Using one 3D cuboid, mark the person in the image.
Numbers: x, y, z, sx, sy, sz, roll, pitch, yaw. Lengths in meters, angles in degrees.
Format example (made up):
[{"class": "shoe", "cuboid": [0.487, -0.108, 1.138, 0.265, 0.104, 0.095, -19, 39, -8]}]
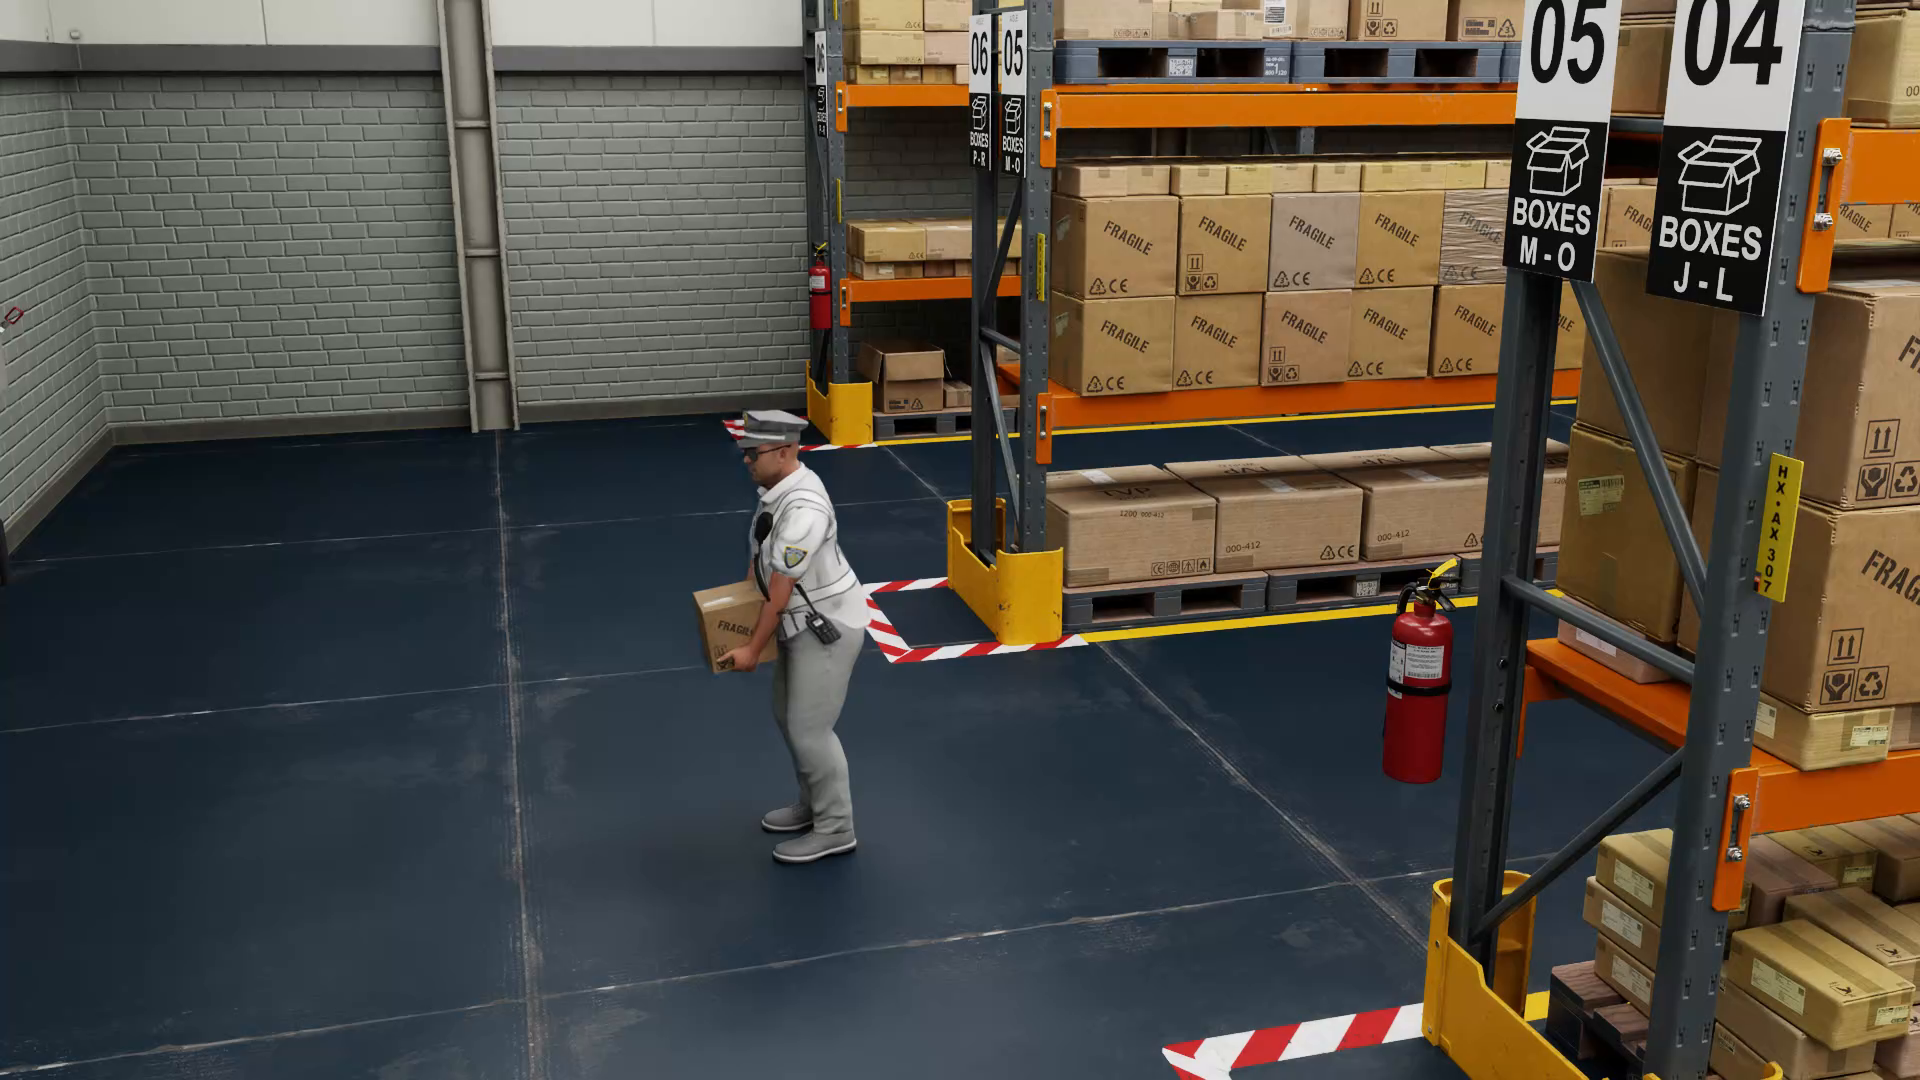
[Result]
[{"class": "person", "cuboid": [-0.643, 0.354, 6.307, 0.597, 1.741, 0.483, -5, 17, -16]}]
